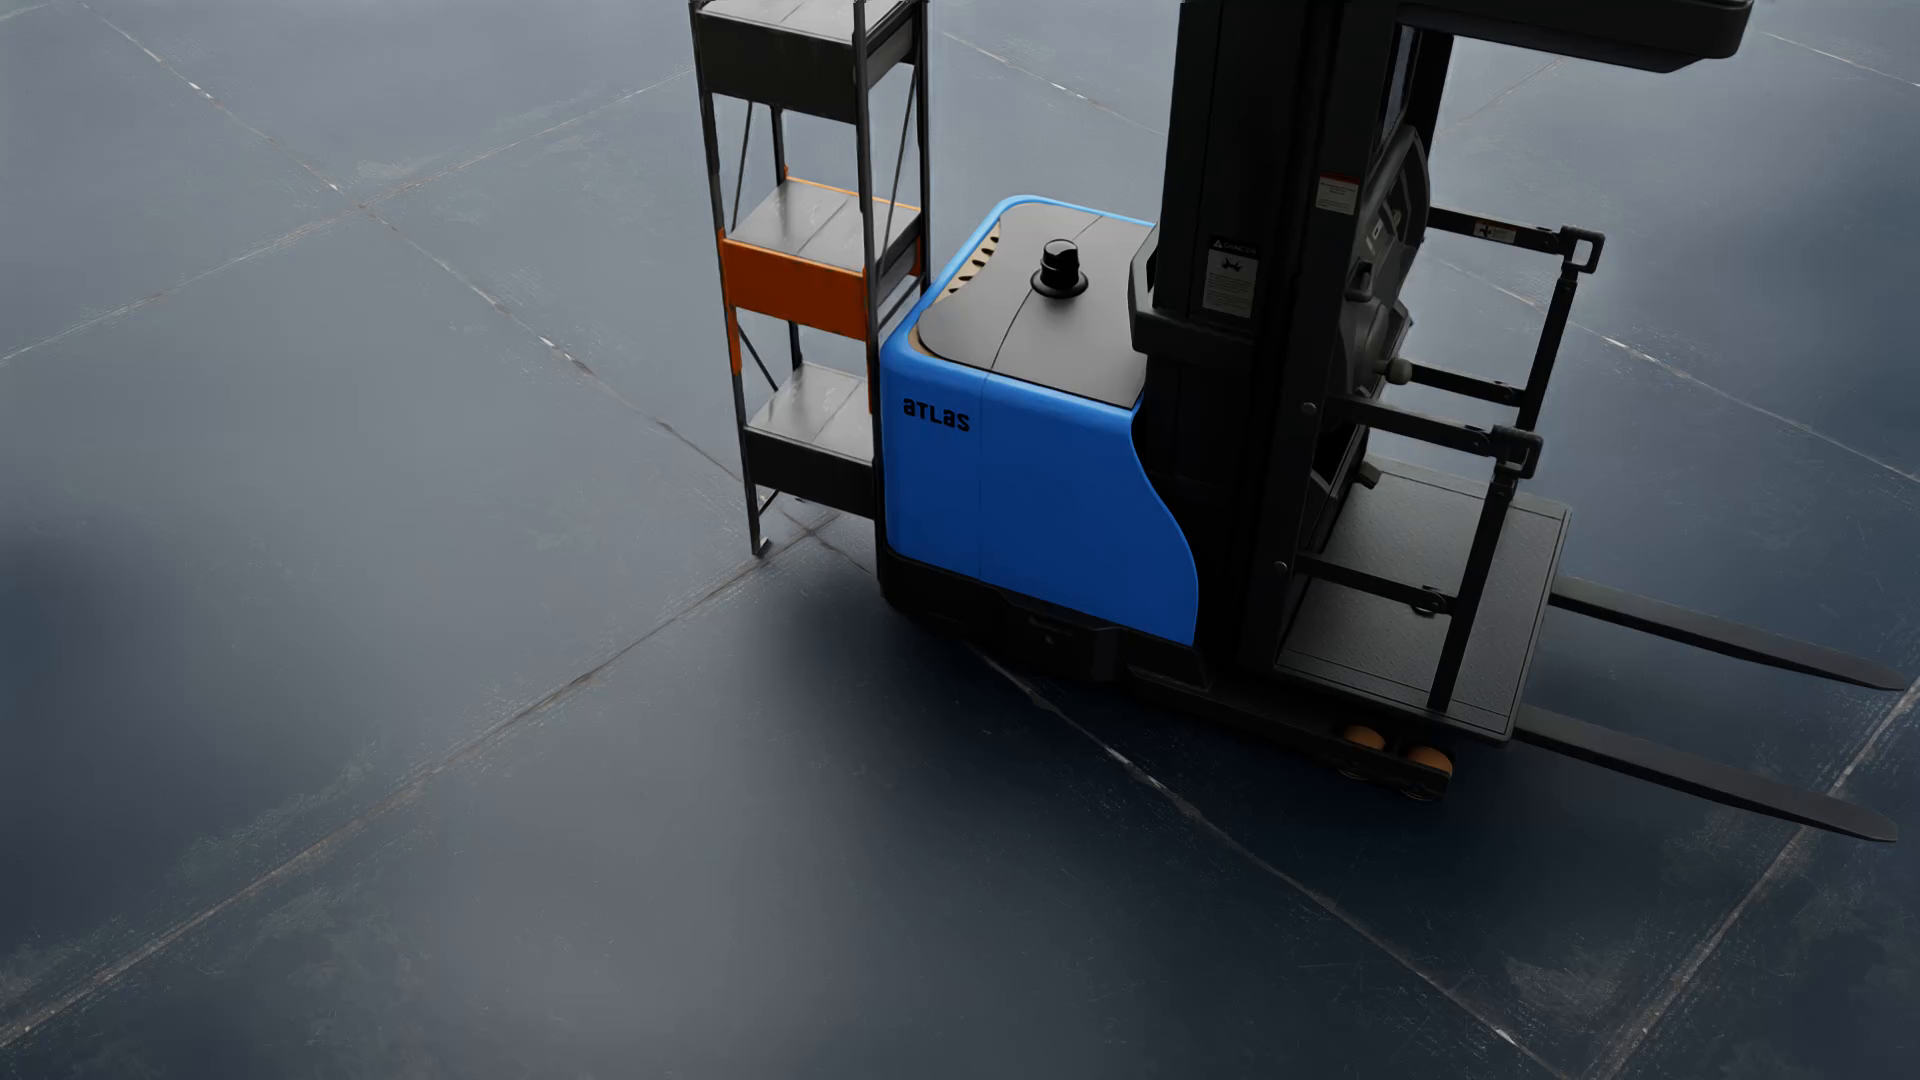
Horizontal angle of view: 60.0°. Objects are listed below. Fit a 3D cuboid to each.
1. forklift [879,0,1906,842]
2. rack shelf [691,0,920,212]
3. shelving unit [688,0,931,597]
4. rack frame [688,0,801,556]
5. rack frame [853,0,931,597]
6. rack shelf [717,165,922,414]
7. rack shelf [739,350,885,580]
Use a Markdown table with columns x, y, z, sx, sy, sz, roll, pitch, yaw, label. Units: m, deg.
| x | y | z | sx | sy | sz | roll | pitch | yaw | label |
| --- | --- | --- | --- | --- | --- | --- | --- | --- | --- |
| 1.313 | -0.720 | 4.369 | 3.031 | 2.935 | 1.130 | 17 | 45 | 18 | forklift |
| -0.400 | -1.278 | 4.575 | 0.480 | 0.518 | 0.431 | 17 | 45 | 18 | rack shelf |
| -0.400 | -0.774 | 5.041 | 0.503 | 2.100 | 0.431 | 17 | 45 | 18 | shelving unit |
| -0.623 | -0.842 | 5.114 | 0.015 | 2.100 | 0.400 | 17 | 45 | 18 | rack frame |
| -0.178 | -0.706 | 4.967 | 0.015 | 2.100 | 0.400 | 17 | 45 | 18 | rack frame |
| -0.400 | -0.764 | 5.050 | 0.480 | 0.518 | 0.431 | 17 | 45 | 18 | rack shelf |
| -0.400 | -0.250 | 5.525 | 0.480 | 0.518 | 0.431 | 17 | 45 | 18 | rack shelf |
